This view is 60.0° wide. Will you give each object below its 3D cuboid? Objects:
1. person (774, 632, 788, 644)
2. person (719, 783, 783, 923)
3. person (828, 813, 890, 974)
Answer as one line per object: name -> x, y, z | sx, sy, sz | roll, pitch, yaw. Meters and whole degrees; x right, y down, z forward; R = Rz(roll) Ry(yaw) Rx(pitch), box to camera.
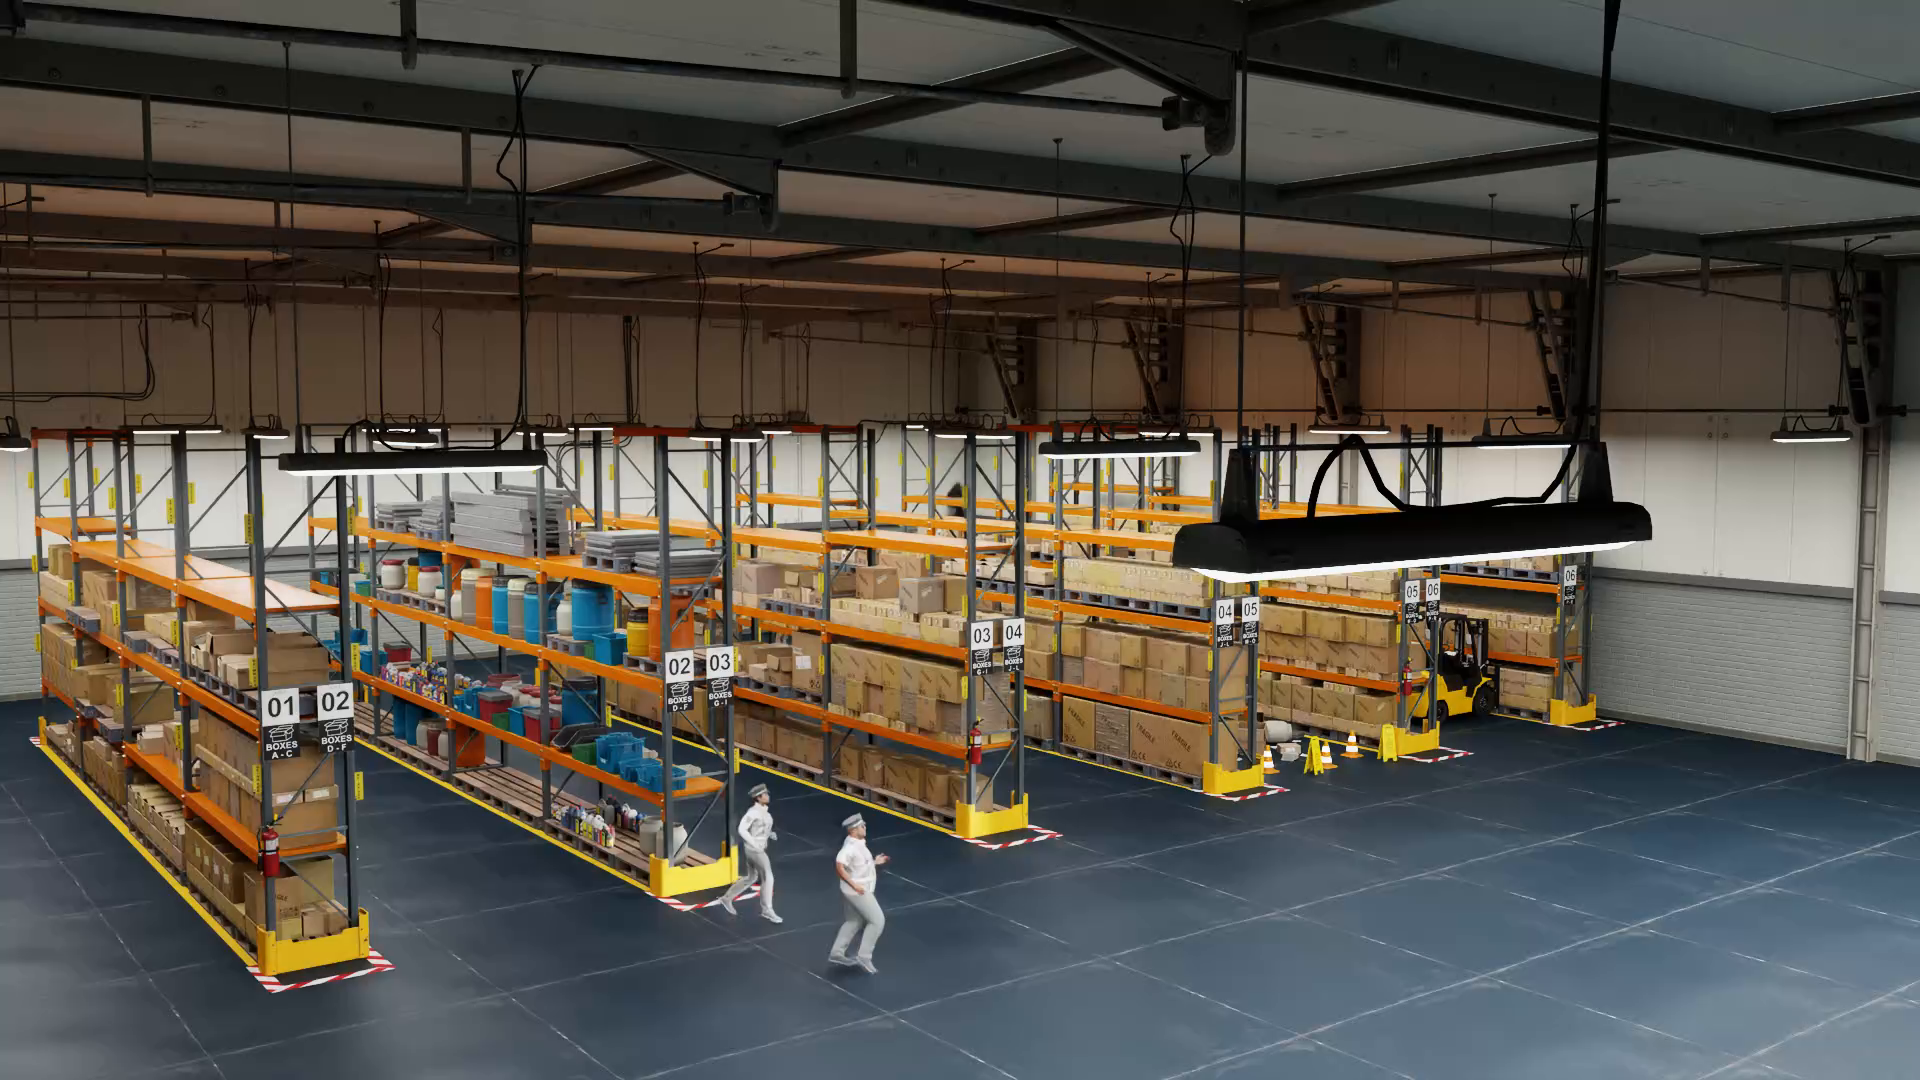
person -> -4.772, 2.025, 43.778 | 0.662, 1.729, 0.973 | 2, 5, 25
person -> -2.594, 3.866, 20.673 | 0.807, 1.717, 0.623 | 0, 4, 0
person -> -1.123, 3.987, 18.752 | 0.708, 1.845, 0.639 | -1, 5, -11
